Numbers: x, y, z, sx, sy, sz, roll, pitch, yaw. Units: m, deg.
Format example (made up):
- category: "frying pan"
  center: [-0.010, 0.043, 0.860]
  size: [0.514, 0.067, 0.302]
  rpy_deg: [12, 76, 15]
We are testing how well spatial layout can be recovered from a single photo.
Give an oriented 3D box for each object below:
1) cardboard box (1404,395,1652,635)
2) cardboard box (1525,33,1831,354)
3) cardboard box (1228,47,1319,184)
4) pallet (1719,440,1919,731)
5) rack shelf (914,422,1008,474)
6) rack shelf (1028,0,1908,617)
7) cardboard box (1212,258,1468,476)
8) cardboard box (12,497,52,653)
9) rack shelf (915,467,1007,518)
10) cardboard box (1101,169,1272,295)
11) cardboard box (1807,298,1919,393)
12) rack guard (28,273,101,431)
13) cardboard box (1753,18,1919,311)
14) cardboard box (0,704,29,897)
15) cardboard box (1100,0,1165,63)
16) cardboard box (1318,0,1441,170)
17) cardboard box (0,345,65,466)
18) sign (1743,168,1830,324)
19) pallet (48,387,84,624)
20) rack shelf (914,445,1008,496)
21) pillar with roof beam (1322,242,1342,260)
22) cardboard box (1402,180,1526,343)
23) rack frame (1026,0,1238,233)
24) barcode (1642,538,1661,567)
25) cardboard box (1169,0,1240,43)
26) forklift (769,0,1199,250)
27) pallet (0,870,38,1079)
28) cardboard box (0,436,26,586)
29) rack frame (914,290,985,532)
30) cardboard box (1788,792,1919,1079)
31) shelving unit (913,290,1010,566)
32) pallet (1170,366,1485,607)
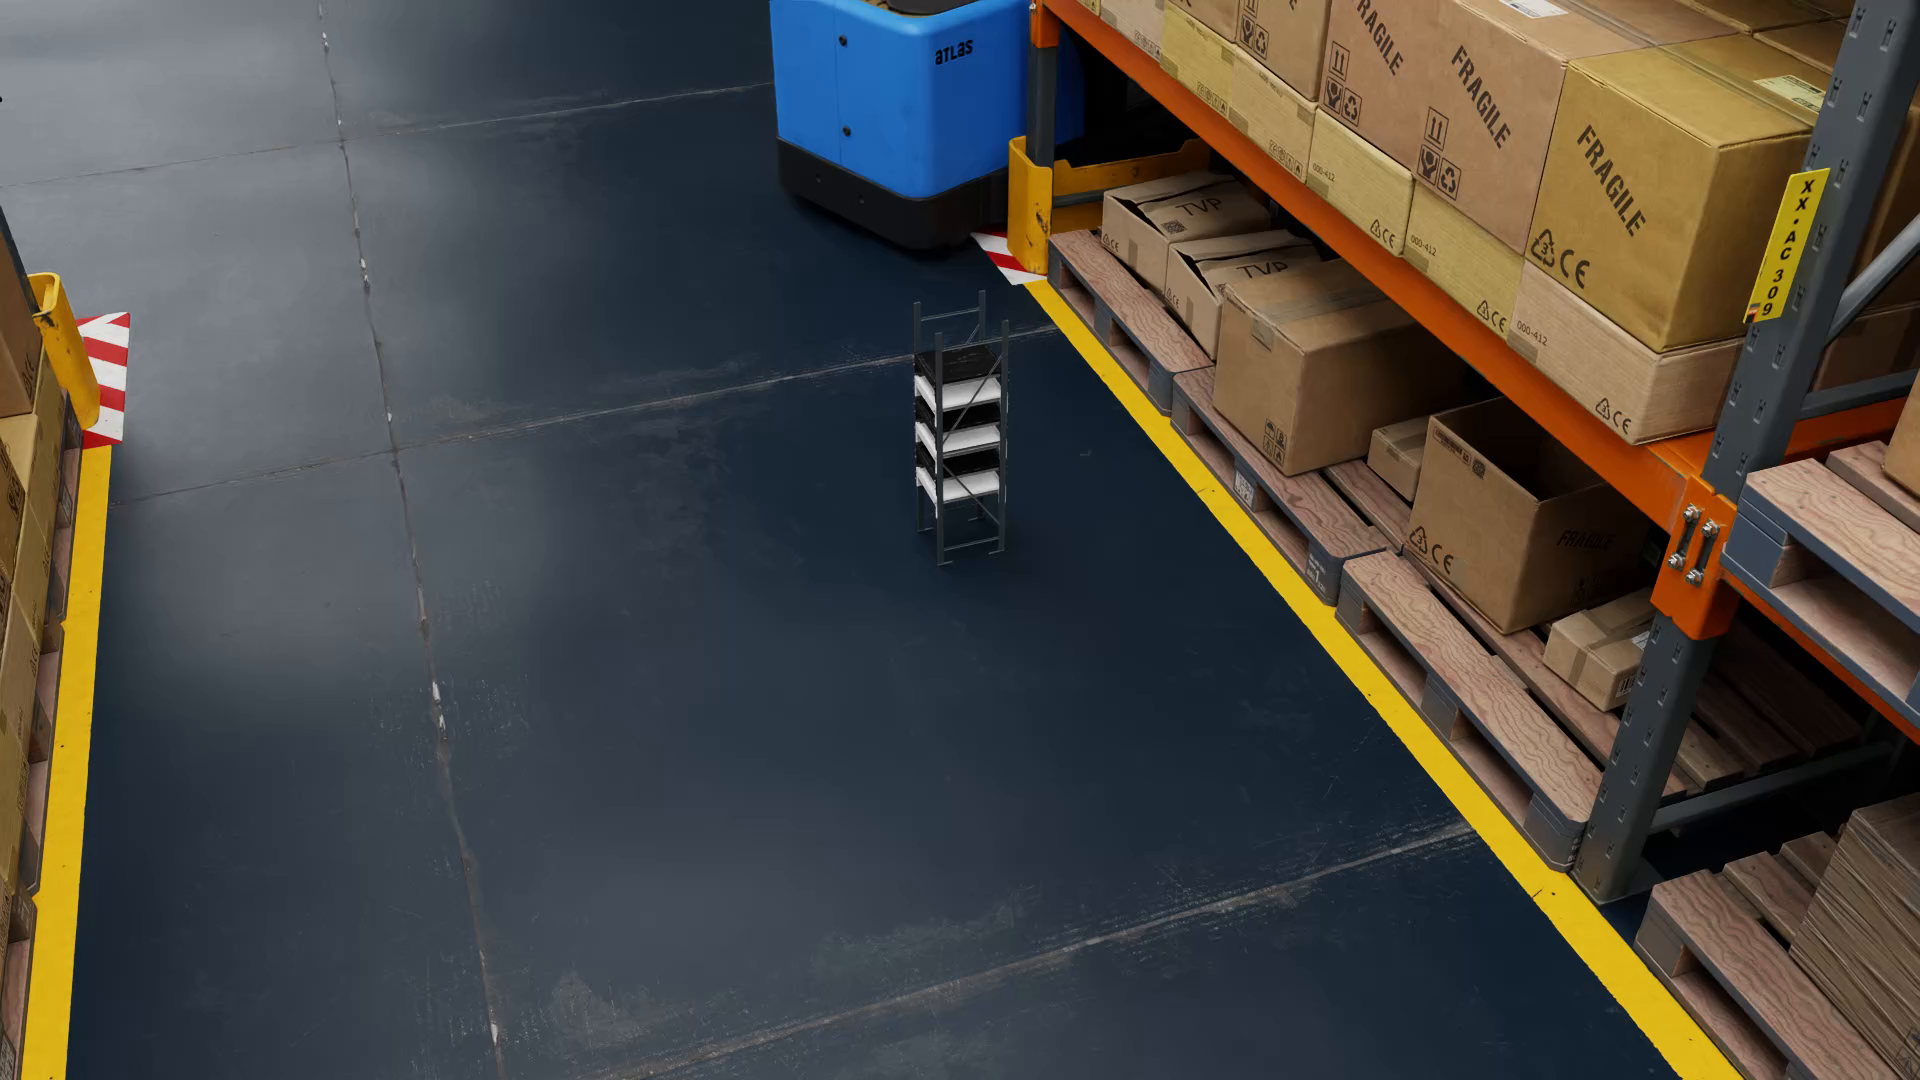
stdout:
- category: "cardboard box"
  center: [1.757, -0.107, 5.112]
  size: [0.500, 0.500, 0.500]
  rpy_deg: [-15, 40, -19]
- category: "cardboard box"
  center: [1.699, -0.803, 3.807]
  size: [0.500, 0.500, 0.500]
  rpy_deg: [-13, 39, -16]
- category: "cardboard box"
  center: [1.179, -1.353, 5.161]
  size: [0.500, 0.250, 0.500]
  rpy_deg: [-12, 39, -16]
- category: "pallet"
  center: [2.278, 0.186, 3.169]
  size: [1.003, 0.211, 1.213]
  rpy_deg: [-12, 39, -16]
- category: "rack shelf"
  center: [0.003, -0.328, 5.493]
  size: [0.258, 0.077, 0.200]
  rpy_deg: [-12, 39, -16]
- category: "rack shelf"
  center: [1.464, -1.195, 5.441]
  size: [1.077, 0.370, 4.000]
  rpy_deg: [-12, 39, -16]
- category: "cardboard box"
  center: [1.331, -0.633, 5.809]
  size: [0.700, 0.500, 0.500]
  rpy_deg: [-15, 39, -19]
- category: "cardboard box"
  center: [-3.055, 0.150, 4.994]
  size: [0.500, 0.250, 0.500]
  rpy_deg: [-12, 39, -16]
- category: "rack shelf"
  center: [0.003, -0.184, 5.602]
  size: [0.258, 0.077, 0.200]
  rpy_deg: [-12, 39, -16]
- category: "cardboard box"
  center: [0.929, -1.304, 6.857]
  size: [0.500, 0.311, 0.500]
  rpy_deg: [-17, 40, -21]
- category: "cardboard box"
  center: [2.192, -0.610, 4.175]
  size: [0.500, 0.250, 0.500]
  rpy_deg: [-12, 39, -15]
- category: "rack guard"
  center: [-3.883, -0.599, 6.130]
  size: [1.175, 0.500, 0.348]
  rpy_deg: [-12, 39, -16]
- category: "cardboard box"
  center: [2.186, -0.909, 3.948]
  size: [0.500, 0.500, 0.500]
  rpy_deg: [-13, 39, -17]
- category: "cardboard box"
  center: [-2.707, 0.714, 4.245]
  size: [0.500, 0.250, 0.500]
  rpy_deg: [-12, 39, -16]
- category: "cardboard box"
  center: [0.837, -1.928, 5.925]
  size: [0.500, 0.250, 0.500]
  rpy_deg: [-14, 39, -17]
- category: "cardboard box"
  center: [1.359, -1.370, 4.561]
  size: [0.500, 0.500, 0.500]
  rpy_deg: [-14, 39, -17]
- category: "cardboard box"
  center: [-3.412, -0.412, 5.740]
  size: [0.500, 0.250, 0.500]
  rpy_deg: [-12, 39, -16]
- category: "sign"
  center: [1.645, -0.581, 3.309]
  size: [0.100, 0.325, 0.005]
  rpy_deg: [-12, 39, -16]
- category: "pallet"
  center: [-3.572, -0.047, 5.637]
  size: [1.003, 0.211, 1.213]
  rpy_deg: [-12, 39, -16]
- category: "rack shelf"
  center: [0.003, -0.256, 5.547]
  size: [0.258, 0.077, 0.200]
  rpy_deg: [-12, 39, -16]
- category: "pillar with roof beam"
  center: [-2.213, -3.900, 3.449]
  size: [9.100, 9.000, 0.400]
  rpy_deg: [-12, 39, -16]
- category: "cardboard box"
  center: [1.541, -0.788, 4.411]
  size: [0.500, 0.250, 0.500]
  rpy_deg: [-12, 39, -16]
- category: "rack frame"
  center: [0.776, -2.612, 6.724]
  size: [1.000, 3.000, 0.127]
  rpy_deg: [-12, 39, -16]
- category: "barcode"
  center: [2.141, 0.040, 5.148]
  size: [0.001, 0.075, 0.075]
  rpy_deg: [-12, 39, -16]
- category: "cardboard box"
  center: [0.990, -1.953, 5.335]
  size: [0.500, 0.500, 0.500]
  rpy_deg: [-14, 39, -17]
- category: "forklift"
  center: [0.553, -3.222, 7.591]
  size: [3.031, 2.935, 1.130]
  rpy_deg: [-30, 46, -33]
- category: "pallet"
  center: [-2.732, 1.331, 3.807]
  size: [1.003, 0.211, 1.213]
  rpy_deg: [-12, 39, -16]
- category: "cardboard box"
  center: [-3.052, -0.150, 4.769]
  size: [0.500, 0.500, 0.500]
  rpy_deg: [-12, 39, -16]
- category: "rack frame"
  center: [-0.032, -0.412, 5.549]
  size: [0.240, 0.900, 0.006]
  rpy_deg: [-12, 39, -16]
- category: "cardboard box"
  center: [2.421, 0.883, 3.797]
  size: [0.700, 0.500, 0.500]
  rpy_deg: [-11, 38, -14]
- category: "shelving unit"
  center: [0.003, -0.355, 5.473]
  size: [0.258, 0.900, 0.210]
  rpy_deg: [-12, 39, -16]
- category: "pallet"
  center: [1.464, -0.301, 5.974]
  size: [1.003, 0.211, 1.213]
  rpy_deg: [-12, 39, -16]
